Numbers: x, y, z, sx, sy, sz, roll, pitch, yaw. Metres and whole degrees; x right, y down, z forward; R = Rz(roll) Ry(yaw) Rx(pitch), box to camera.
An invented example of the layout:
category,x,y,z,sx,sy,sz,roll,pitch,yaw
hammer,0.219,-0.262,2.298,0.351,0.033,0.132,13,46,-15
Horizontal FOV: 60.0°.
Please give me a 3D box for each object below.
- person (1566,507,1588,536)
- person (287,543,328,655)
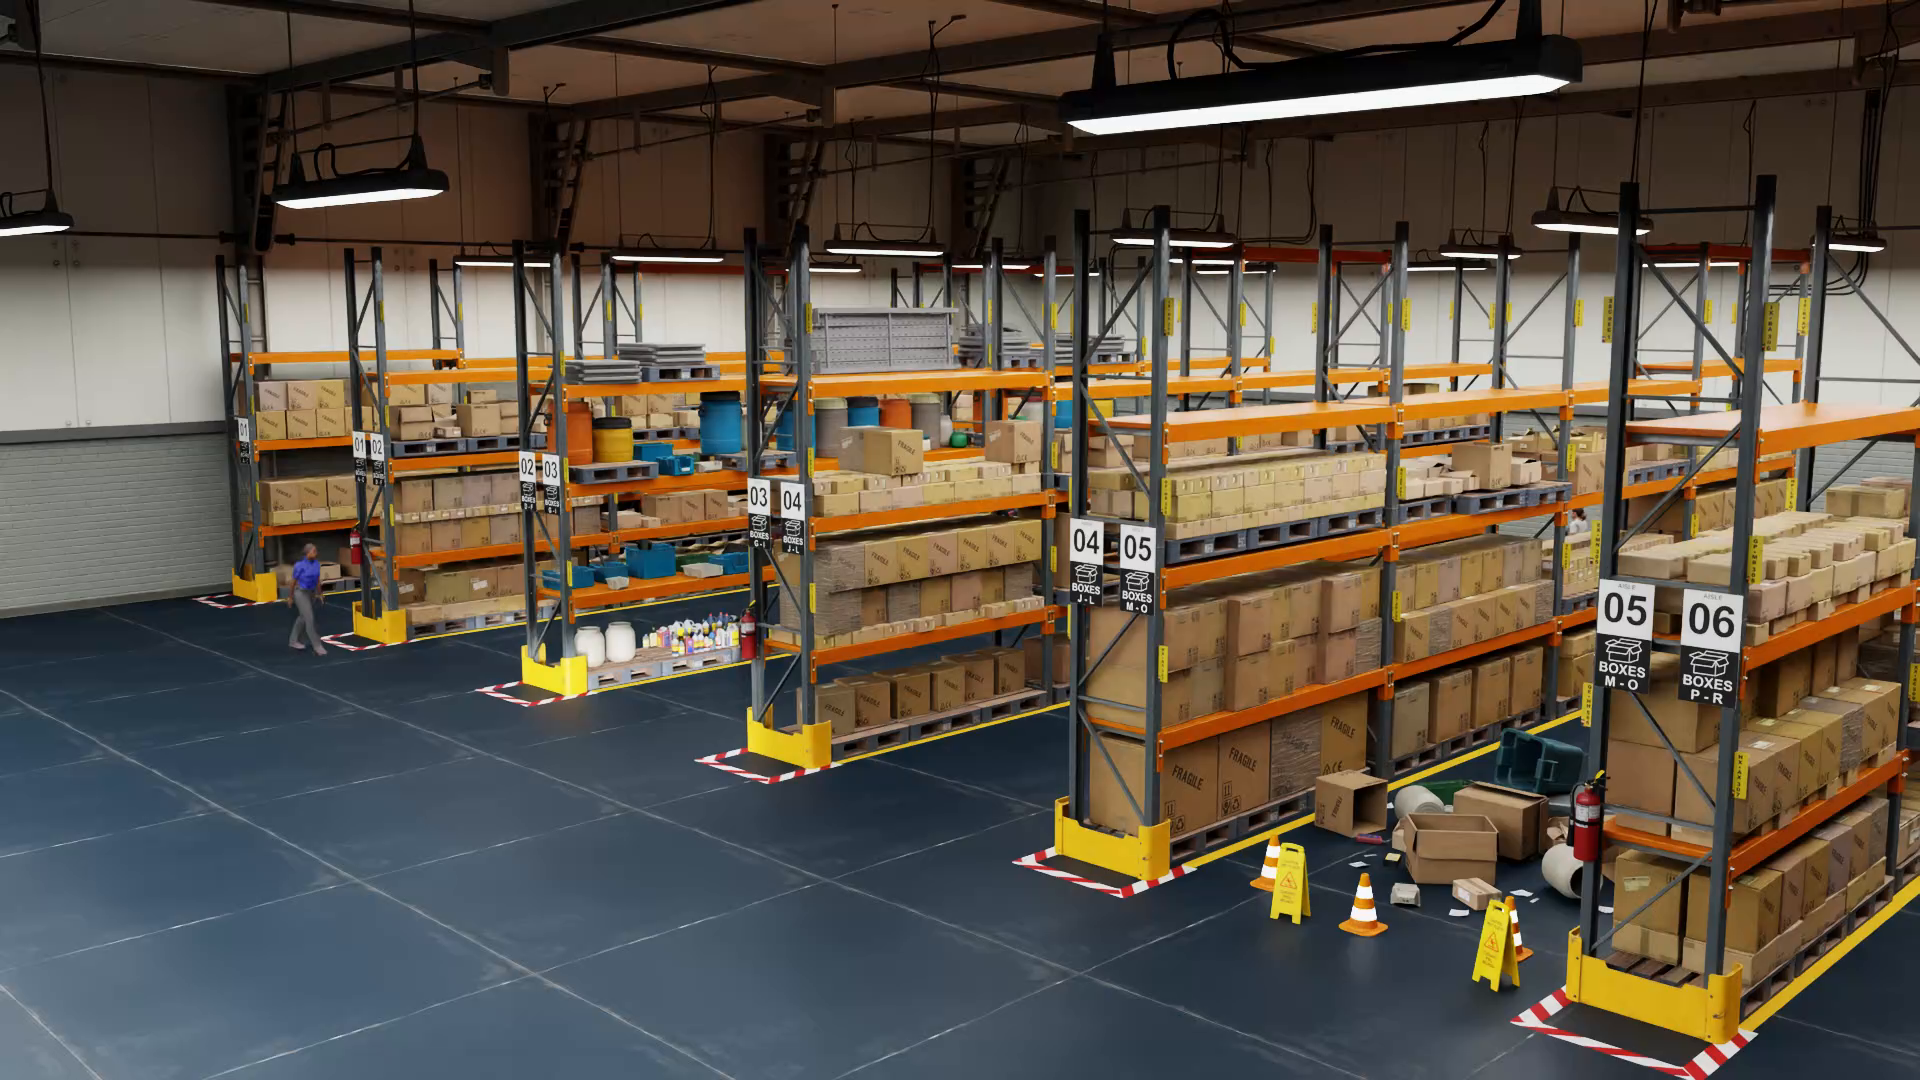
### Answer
category,x,y,z,sx,sy,sz,roll,pitch,yaw
person,10.820,0.225,29.155,0.448,1.687,0.621,-3,8,-17
person,-9.710,0.854,24.784,0.838,1.631,0.502,3,9,21
